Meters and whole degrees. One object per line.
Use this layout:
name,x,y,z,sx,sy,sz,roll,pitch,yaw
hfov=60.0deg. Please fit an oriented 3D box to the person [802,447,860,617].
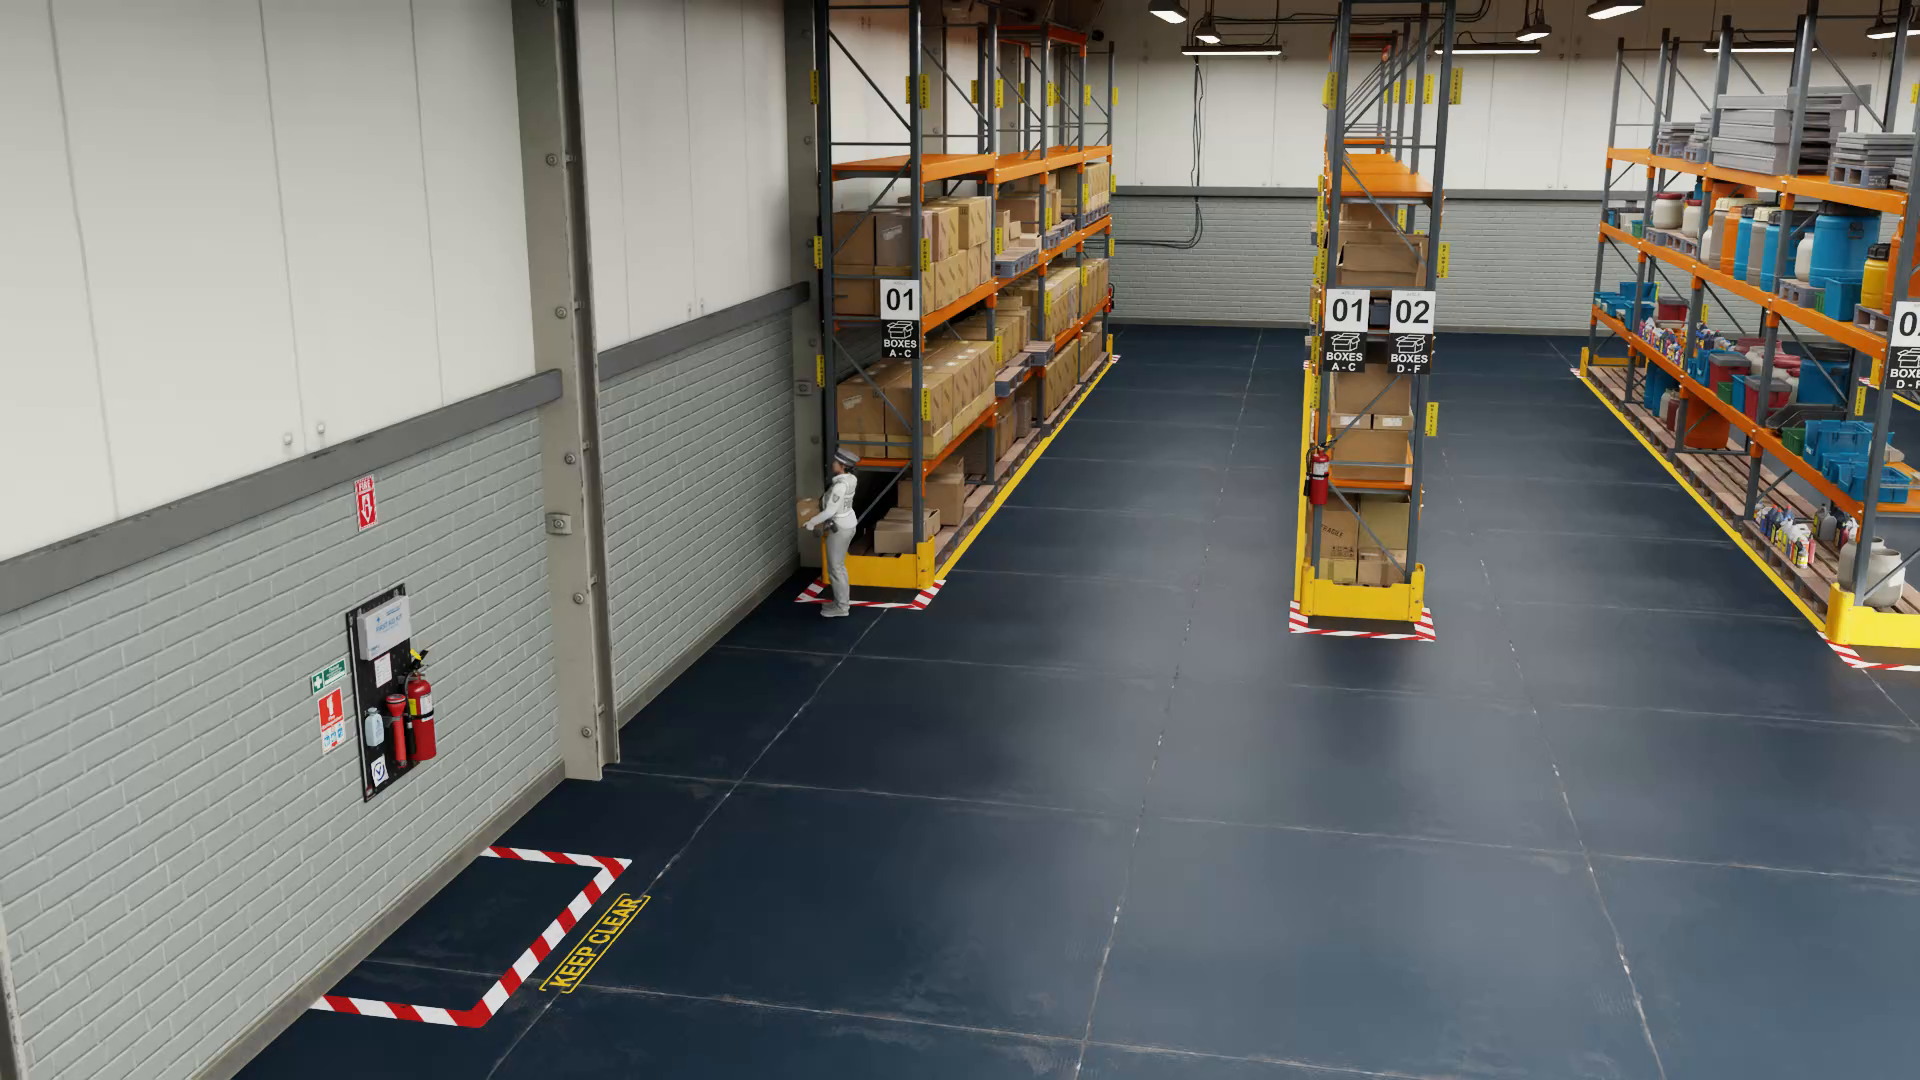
person,-1.242,-0.094,16.319,0.557,1.686,0.460,3,15,11
